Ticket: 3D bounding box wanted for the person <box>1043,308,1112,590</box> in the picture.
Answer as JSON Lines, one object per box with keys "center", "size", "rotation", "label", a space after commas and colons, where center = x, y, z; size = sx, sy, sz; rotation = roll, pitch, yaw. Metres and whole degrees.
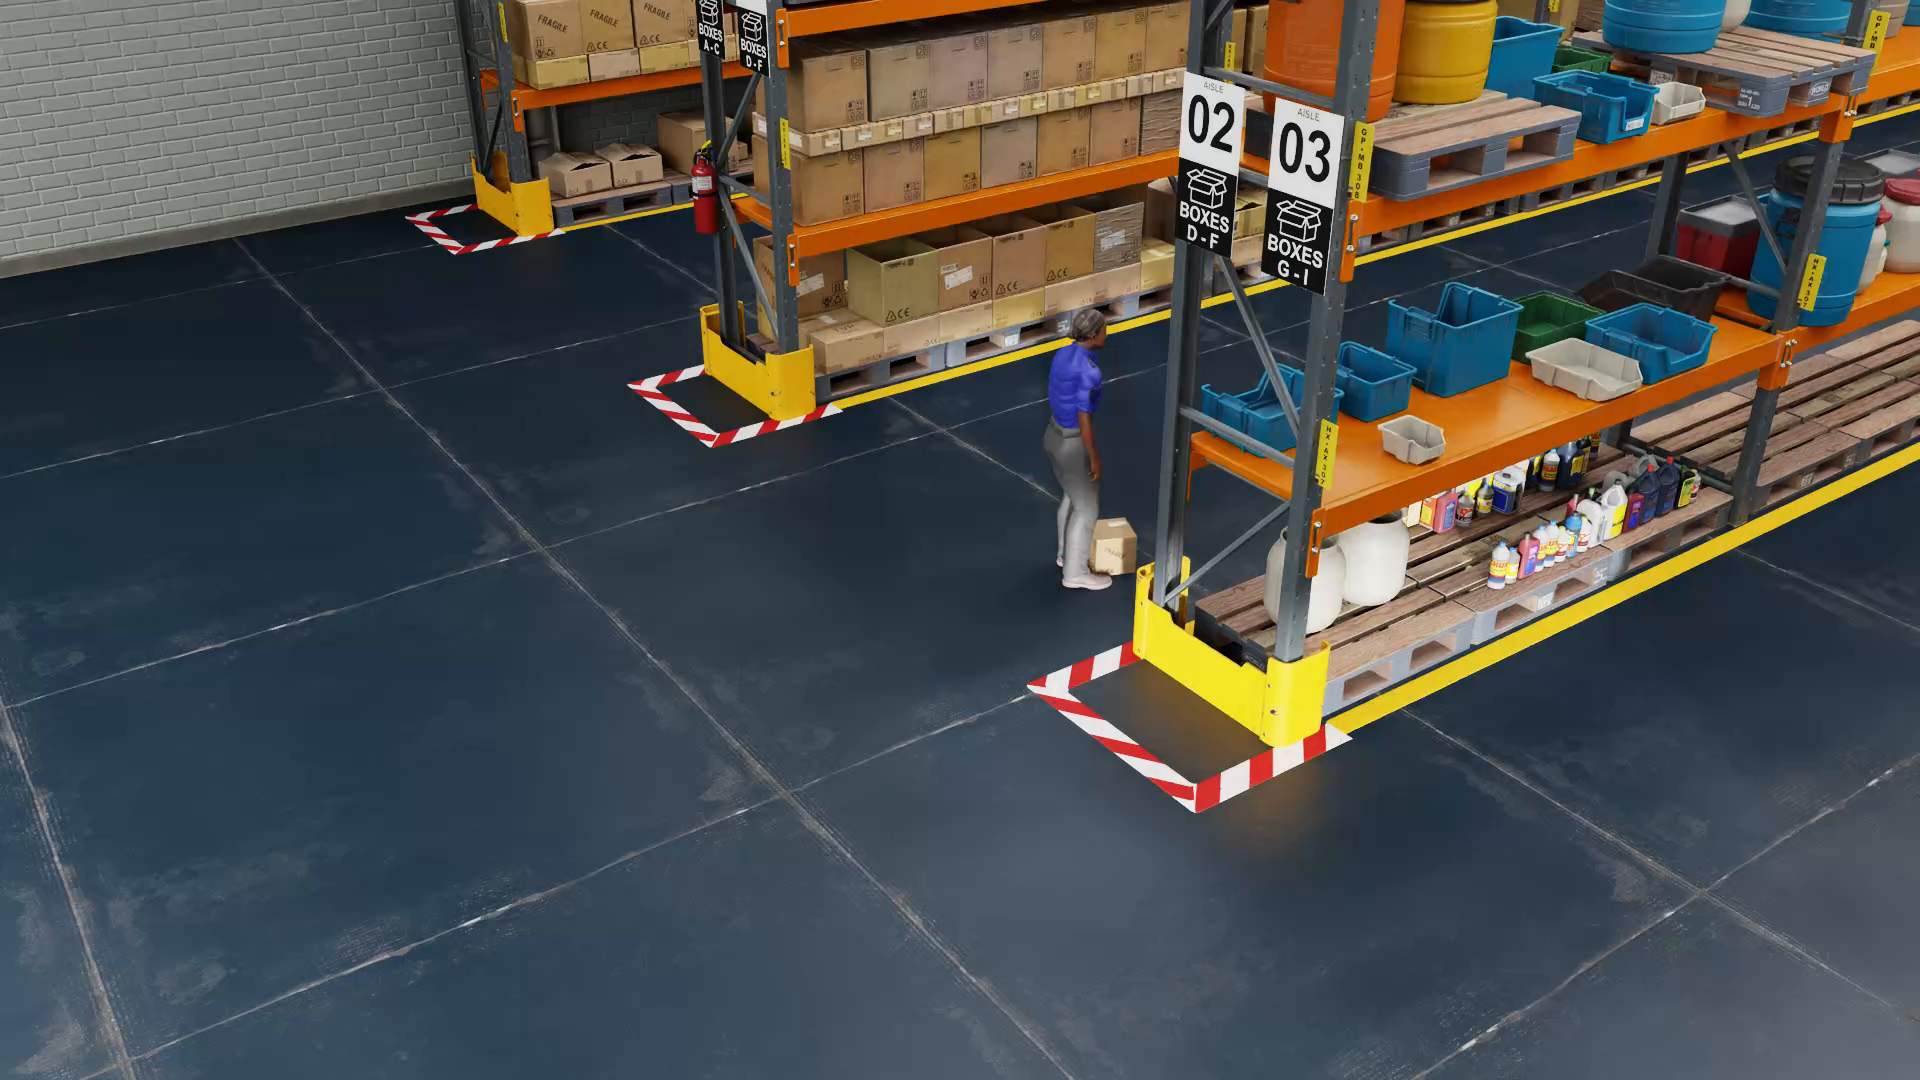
{"center": [0.703, -0.543, 9.620], "size": [0.402, 1.654, 0.531], "rotation": [-9, 30, -17], "label": "person"}
